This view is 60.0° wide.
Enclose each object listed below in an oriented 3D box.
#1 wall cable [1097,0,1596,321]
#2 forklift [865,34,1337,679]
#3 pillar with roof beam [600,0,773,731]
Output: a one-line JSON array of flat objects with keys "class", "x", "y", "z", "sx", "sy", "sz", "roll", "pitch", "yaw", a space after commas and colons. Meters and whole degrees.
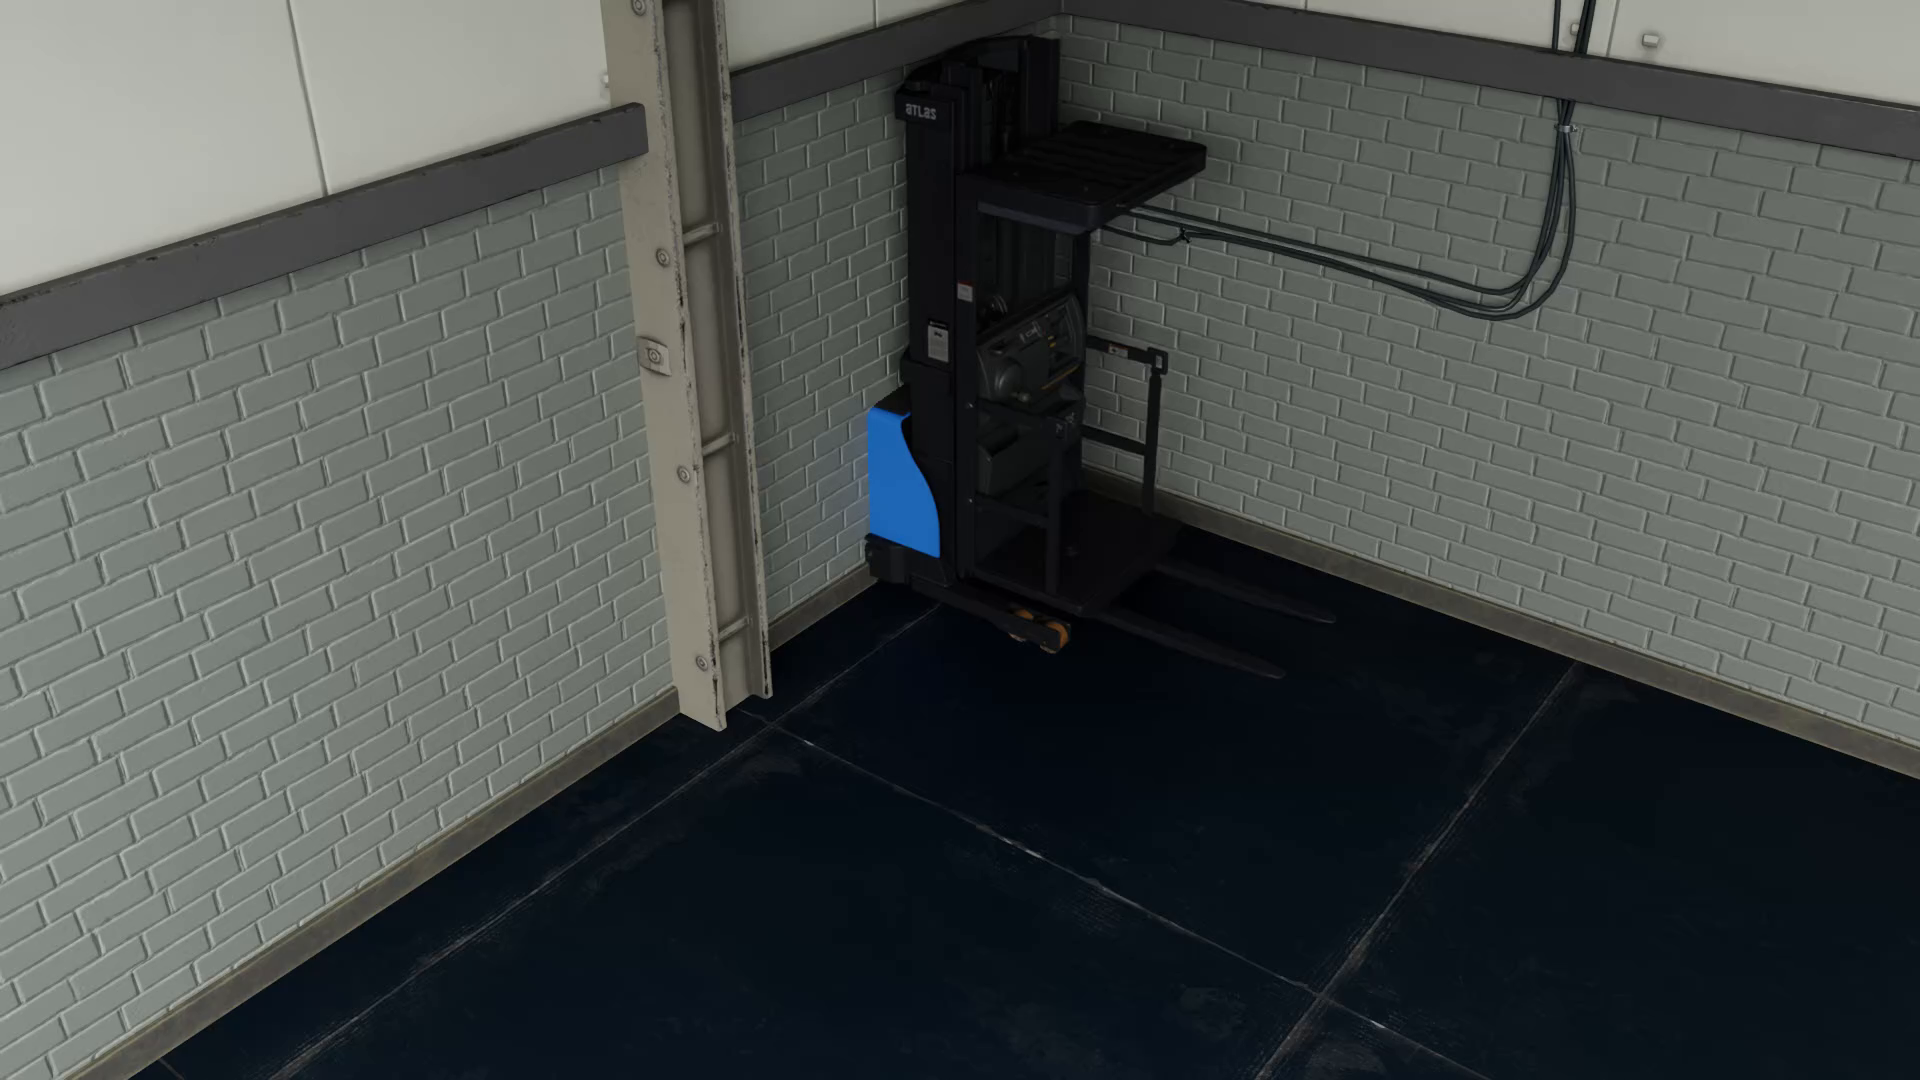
[{"class": "wall cable", "x": 1.642, "y": -2.506, "z": 8.256, "sx": 3.097, "sy": 2.526, "sz": 0.112, "roll": 21, "pitch": 37, "yaw": 31}, {"class": "forklift", "x": 0.547, "y": -0.972, "z": 8.573, "sx": 3.031, "sy": 2.935, "sz": 1.130, "roll": 20, "pitch": 36, "yaw": 30}, {"class": "pillar with roof beam", "x": 2.242, "y": -1.727, "z": 3.895, "sx": 9.100, "sy": 9.000, "sz": 0.400, "roll": 21, "pitch": 37, "yaw": 31}]
